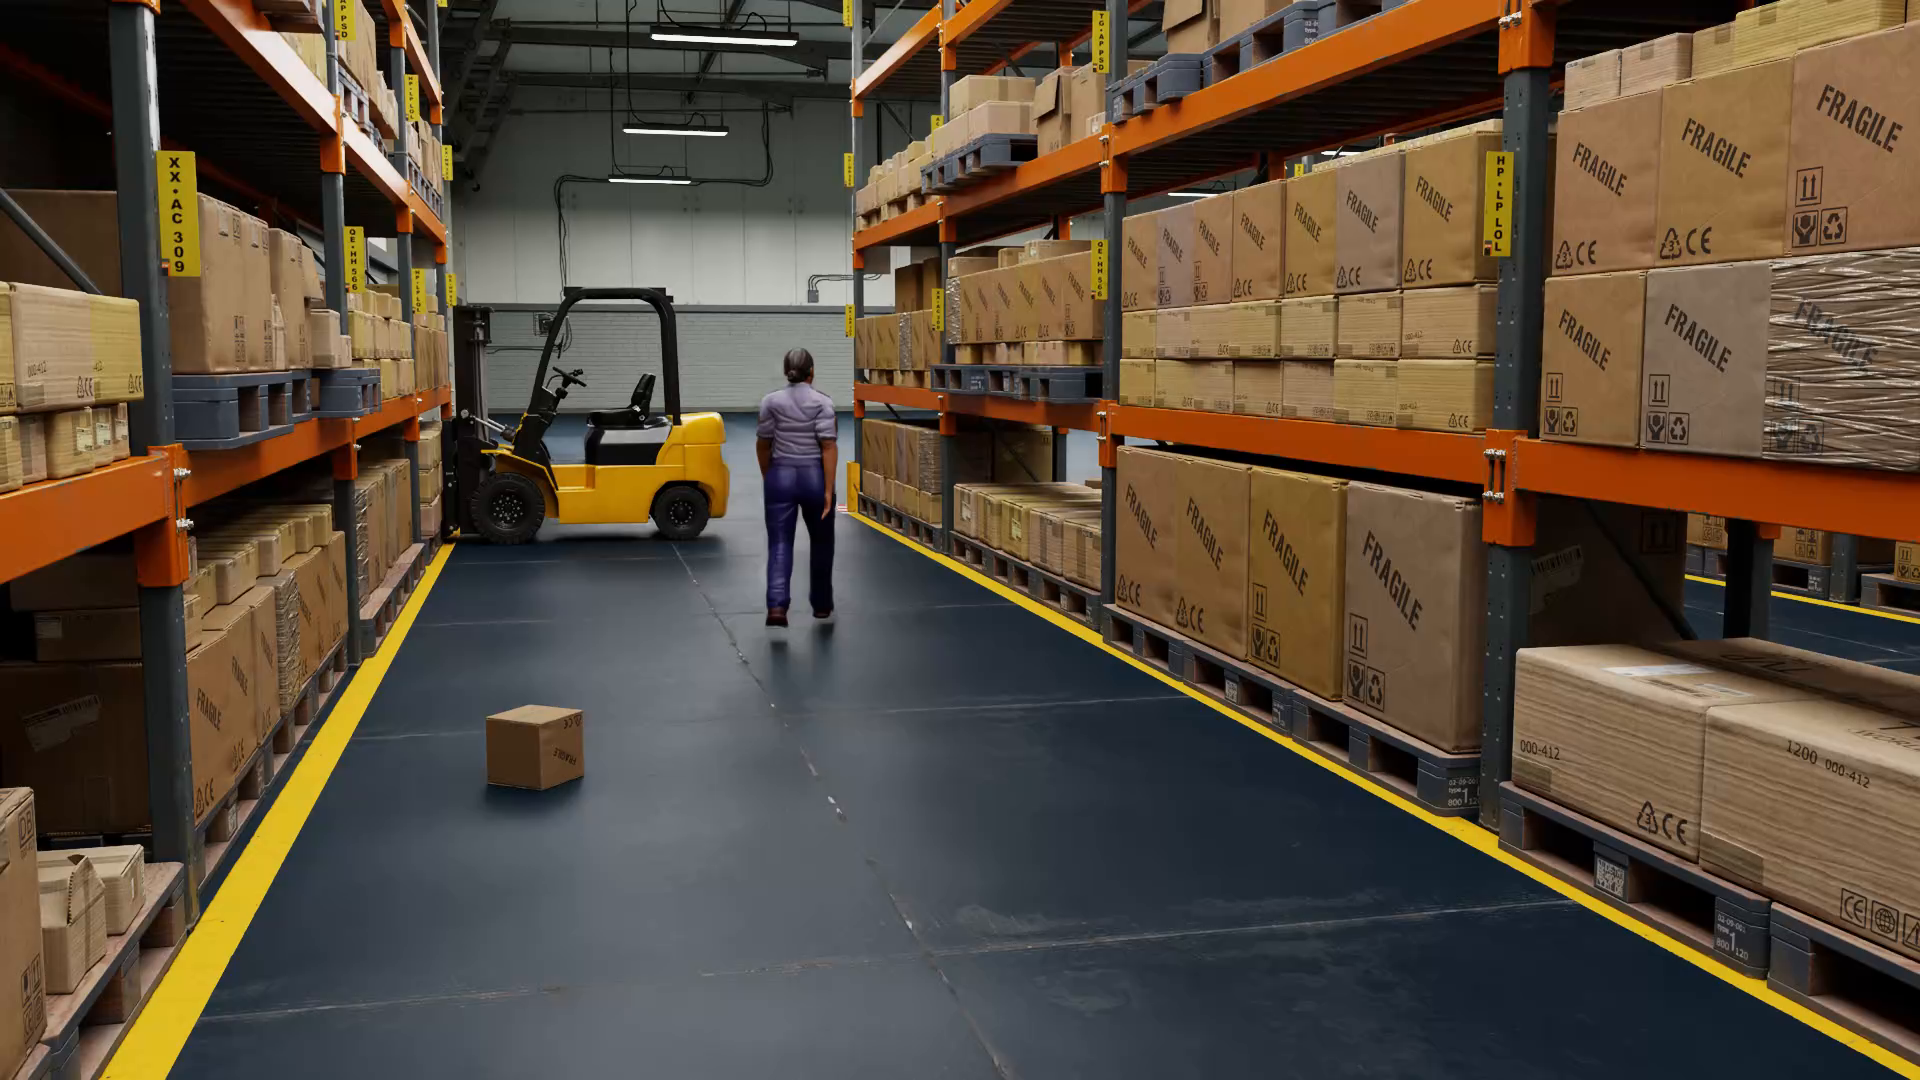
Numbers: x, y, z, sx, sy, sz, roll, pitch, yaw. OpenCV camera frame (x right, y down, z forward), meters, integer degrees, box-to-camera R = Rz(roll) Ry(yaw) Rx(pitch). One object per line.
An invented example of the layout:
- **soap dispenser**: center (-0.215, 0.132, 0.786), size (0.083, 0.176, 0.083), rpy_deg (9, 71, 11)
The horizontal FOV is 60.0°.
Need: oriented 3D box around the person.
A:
- **person**: center (-0.929, -0.305, 9.535), size (0.479, 1.593, 1.023), rpy_deg (0, 6, -1)
